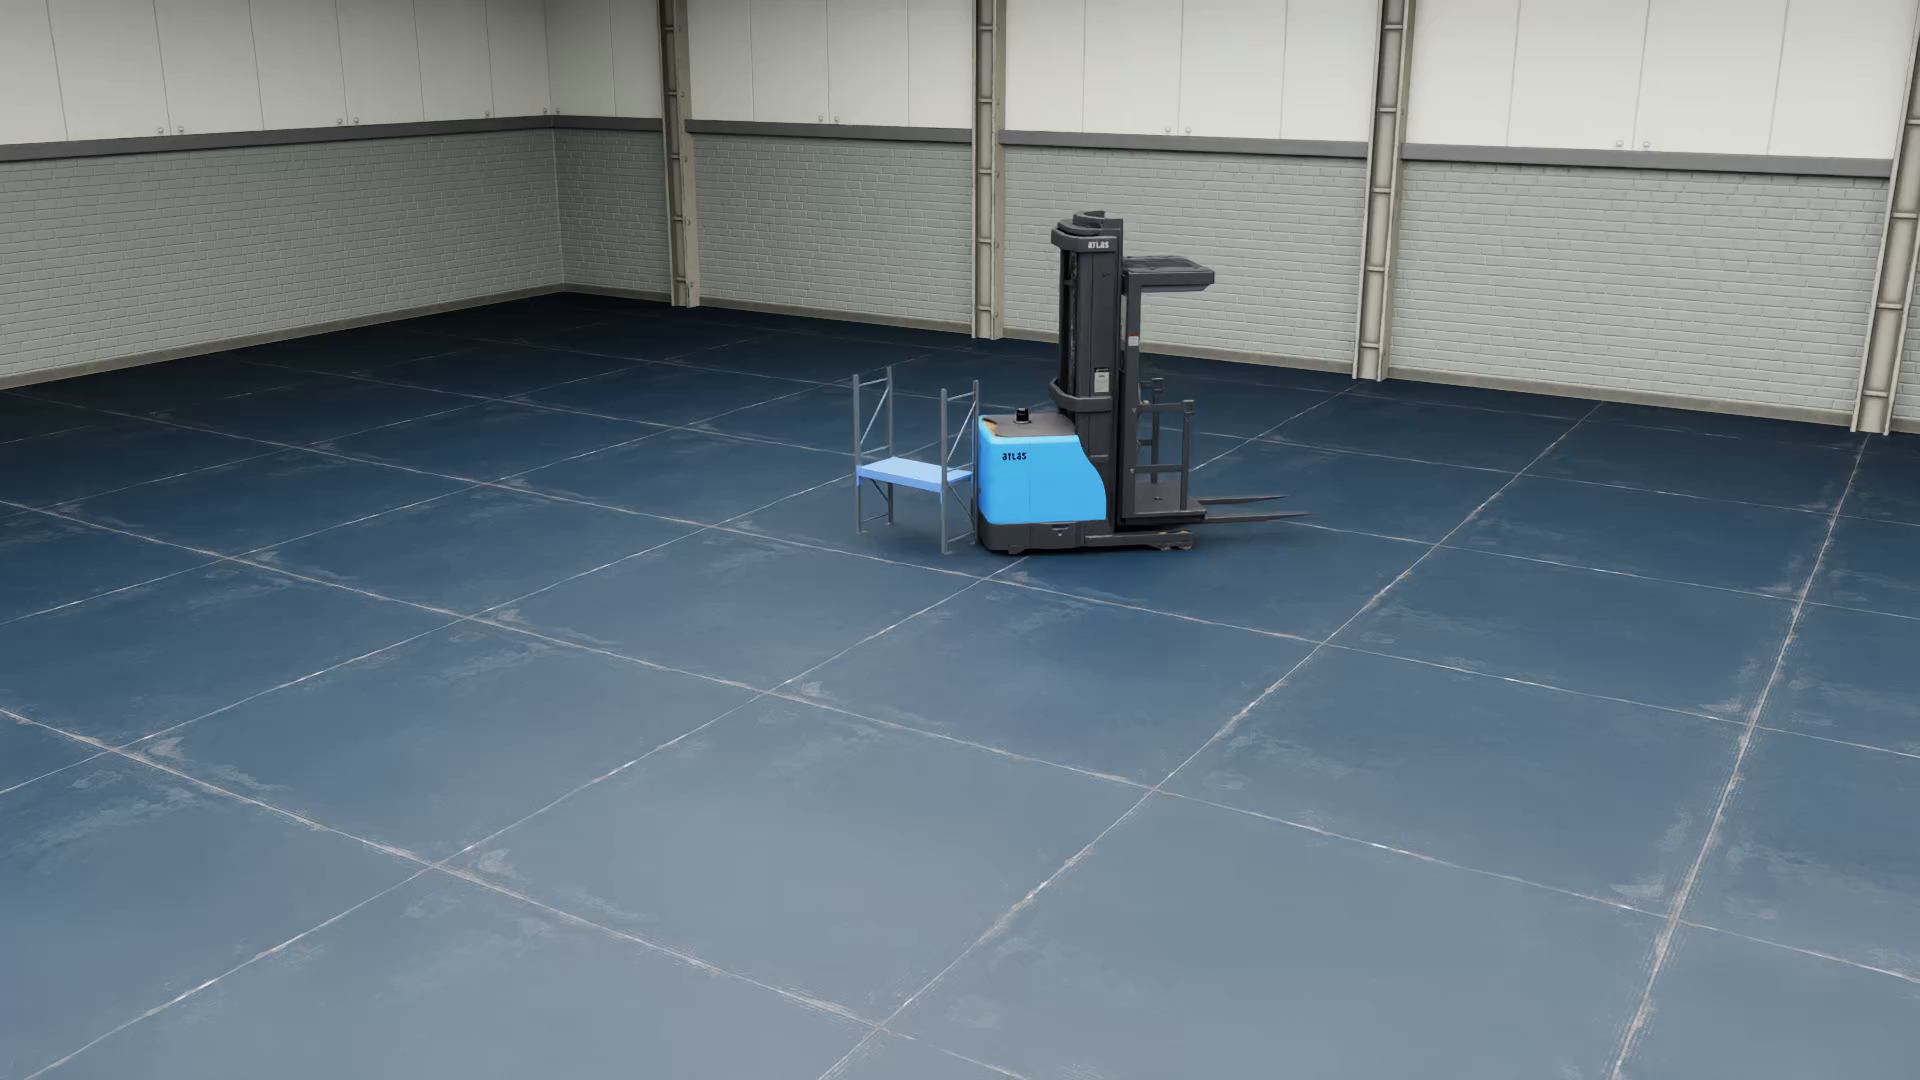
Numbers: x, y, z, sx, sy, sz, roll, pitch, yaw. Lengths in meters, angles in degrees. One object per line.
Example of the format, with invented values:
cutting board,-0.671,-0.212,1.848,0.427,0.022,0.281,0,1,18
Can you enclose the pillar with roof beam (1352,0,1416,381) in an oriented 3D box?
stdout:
pillar with roof beam,3.284,-5.430,17.643,0.400,9.000,9.100,10,20,30

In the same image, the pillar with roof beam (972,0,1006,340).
pillar with roof beam,-1.829,-6.343,20.647,0.400,9.000,9.100,10,20,30

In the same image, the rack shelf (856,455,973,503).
rack shelf,-0.397,-0.560,15.133,1.000,0.185,0.538,13,21,36

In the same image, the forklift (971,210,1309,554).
forklift,1.663,-1.456,15.002,3.031,2.935,1.130,-3,17,-9

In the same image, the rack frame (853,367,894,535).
rack frame,-0.796,-0.824,15.382,0.032,1.500,0.500,13,21,36

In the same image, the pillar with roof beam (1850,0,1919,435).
pillar with roof beam,8.396,-4.517,14.638,0.400,9.000,9.100,10,20,30

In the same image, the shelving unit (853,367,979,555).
shelving unit,-0.397,-0.732,15.081,1.048,1.500,0.538,13,21,36

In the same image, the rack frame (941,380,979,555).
rack frame,0.003,-0.641,14.780,0.032,1.500,0.500,13,21,36

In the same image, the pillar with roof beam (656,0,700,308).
pillar with roof beam,-6.942,-7.255,23.652,0.400,9.000,9.100,10,20,30
